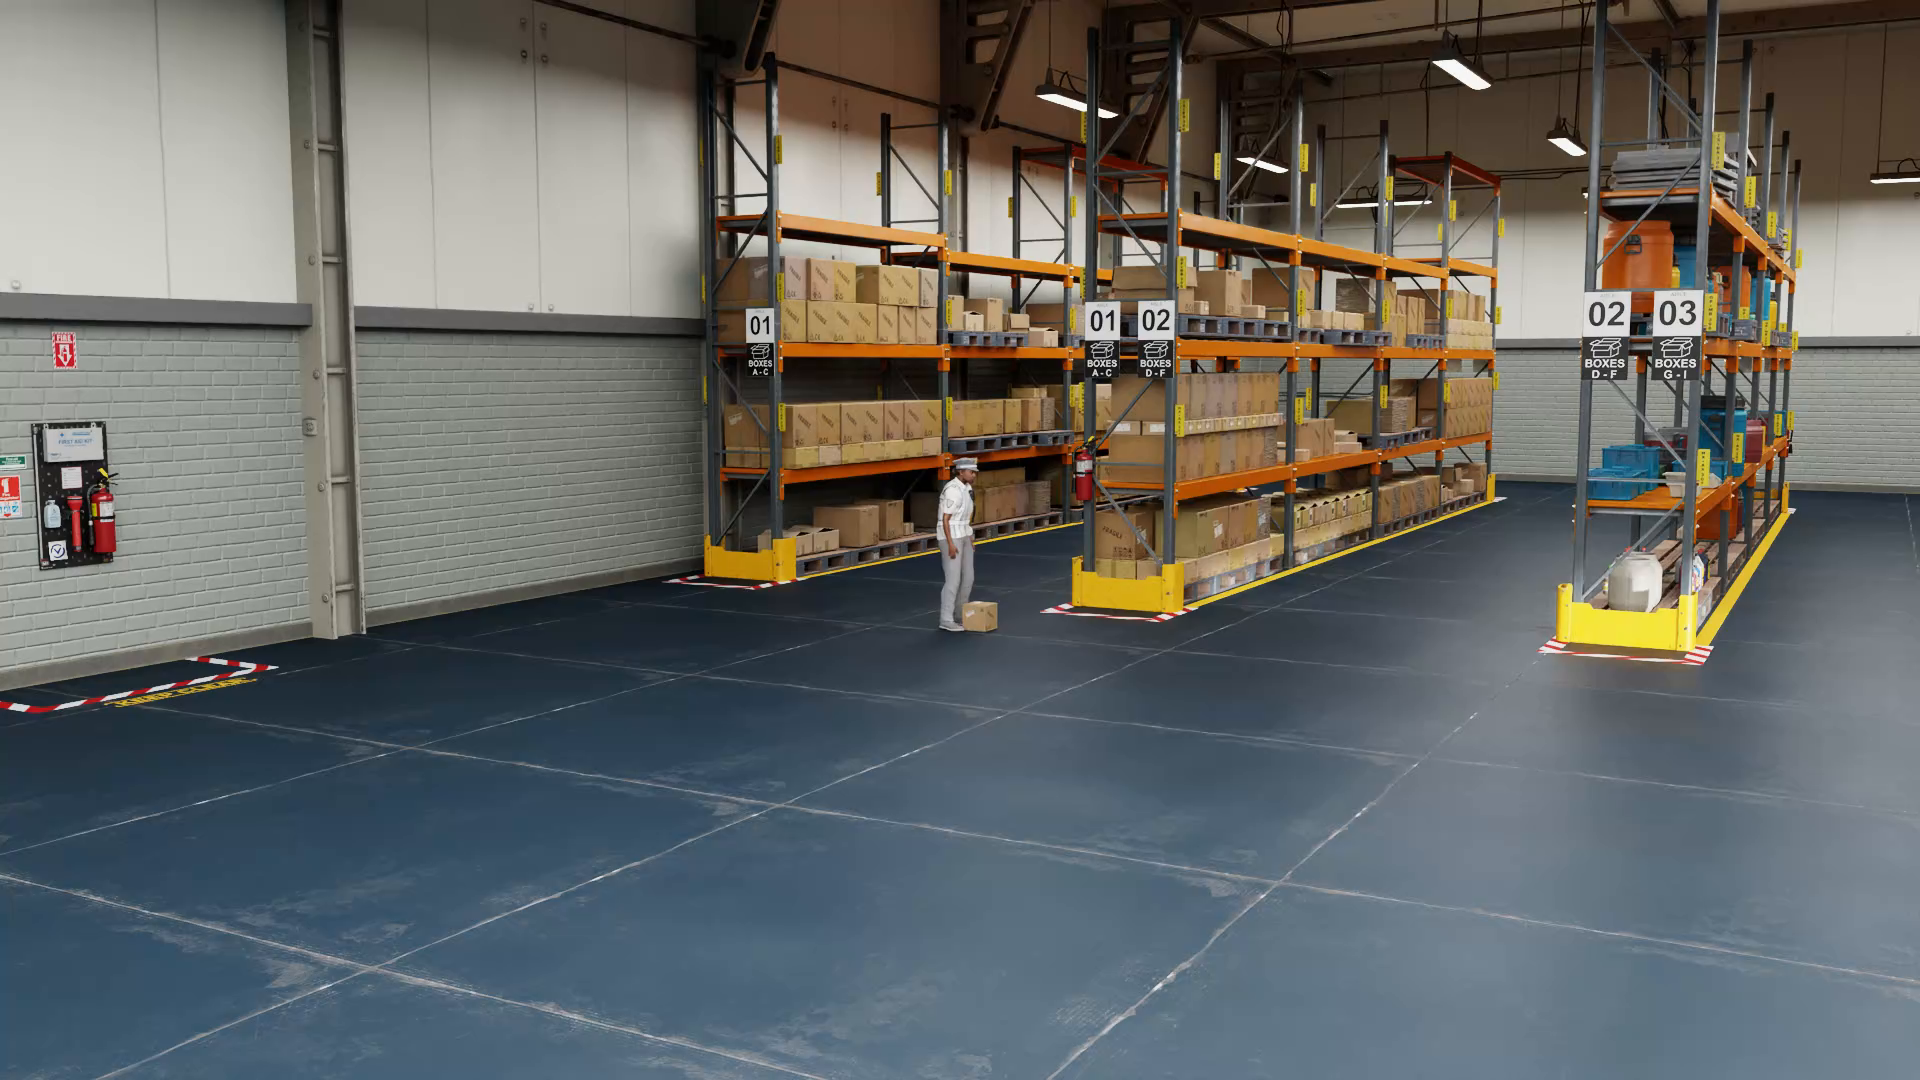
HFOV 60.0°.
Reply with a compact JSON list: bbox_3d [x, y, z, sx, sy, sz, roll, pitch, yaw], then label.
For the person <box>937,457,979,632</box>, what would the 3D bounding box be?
[{"bbox_3d":[-0.014,0.028,16.103,0.396,1.660,0.524,3,7,27],"label":"person"}]
